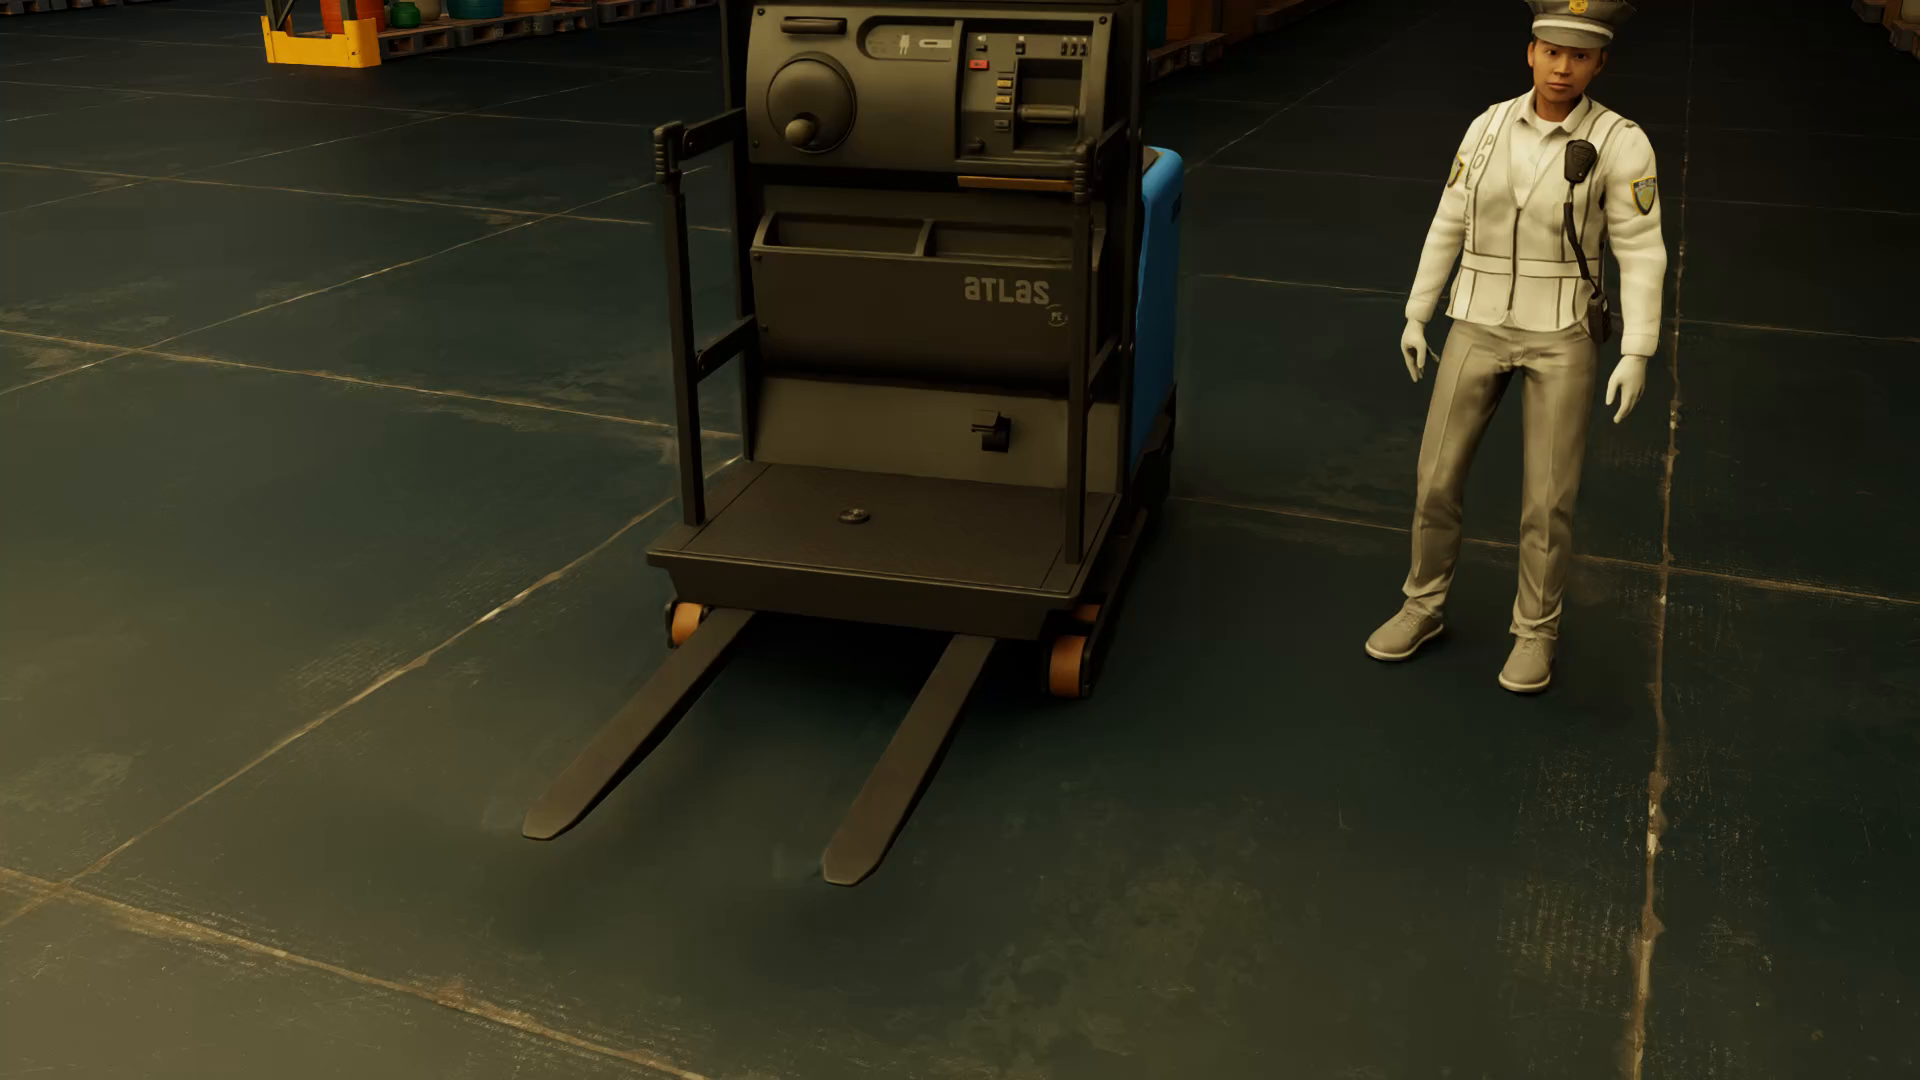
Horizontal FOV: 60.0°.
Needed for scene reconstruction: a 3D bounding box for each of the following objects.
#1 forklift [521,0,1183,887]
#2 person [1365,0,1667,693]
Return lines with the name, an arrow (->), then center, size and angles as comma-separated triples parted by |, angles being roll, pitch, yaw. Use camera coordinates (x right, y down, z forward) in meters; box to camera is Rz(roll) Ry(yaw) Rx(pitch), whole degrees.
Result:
forklift -> -0.137, -1.118, 3.966 | 1.130, 2.935, 3.031 | 6, 23, 13
person -> 1.365, -0.474, 4.051 | 0.624, 1.681, 0.403 | 15, 27, 32
